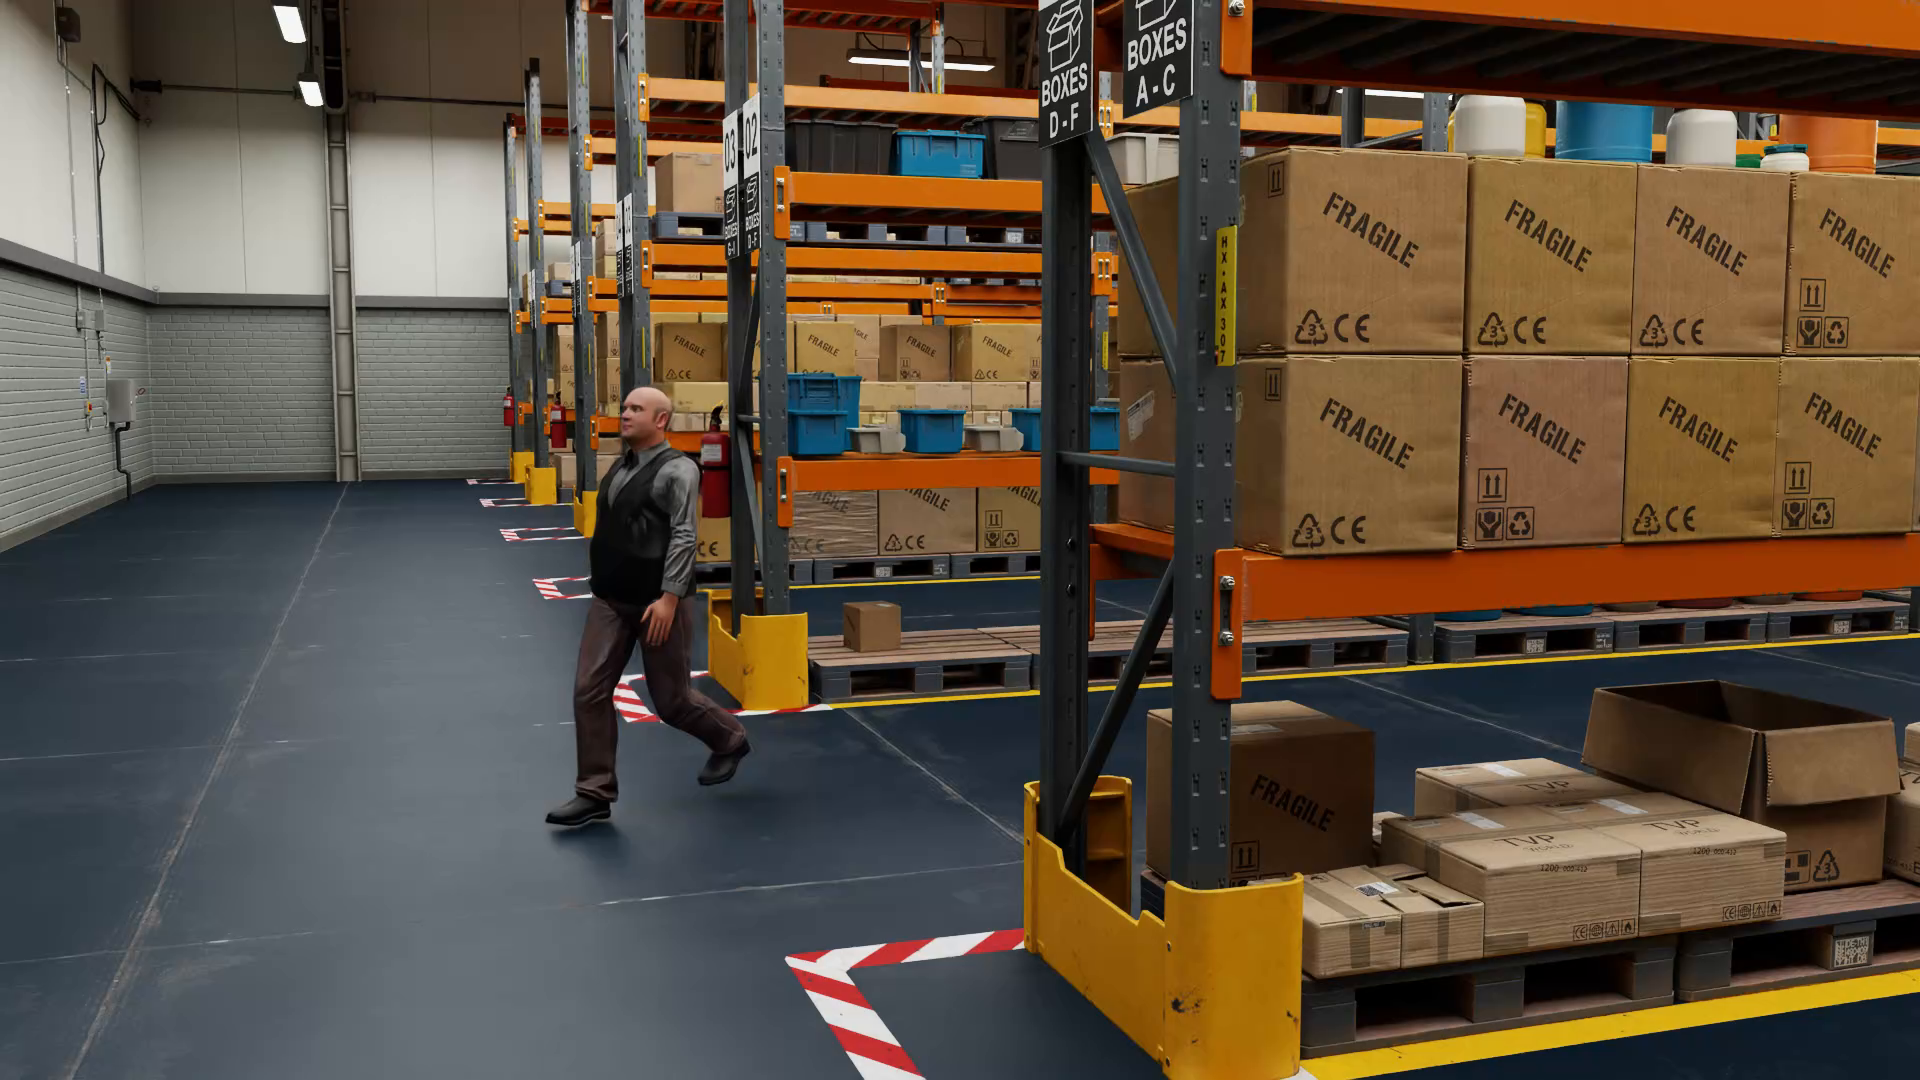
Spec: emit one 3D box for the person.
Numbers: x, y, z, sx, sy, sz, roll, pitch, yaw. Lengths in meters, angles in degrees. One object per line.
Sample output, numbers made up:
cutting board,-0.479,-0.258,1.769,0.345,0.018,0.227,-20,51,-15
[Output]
person,-1.223,0.241,6.578,0.536,1.685,0.920,4,7,36
